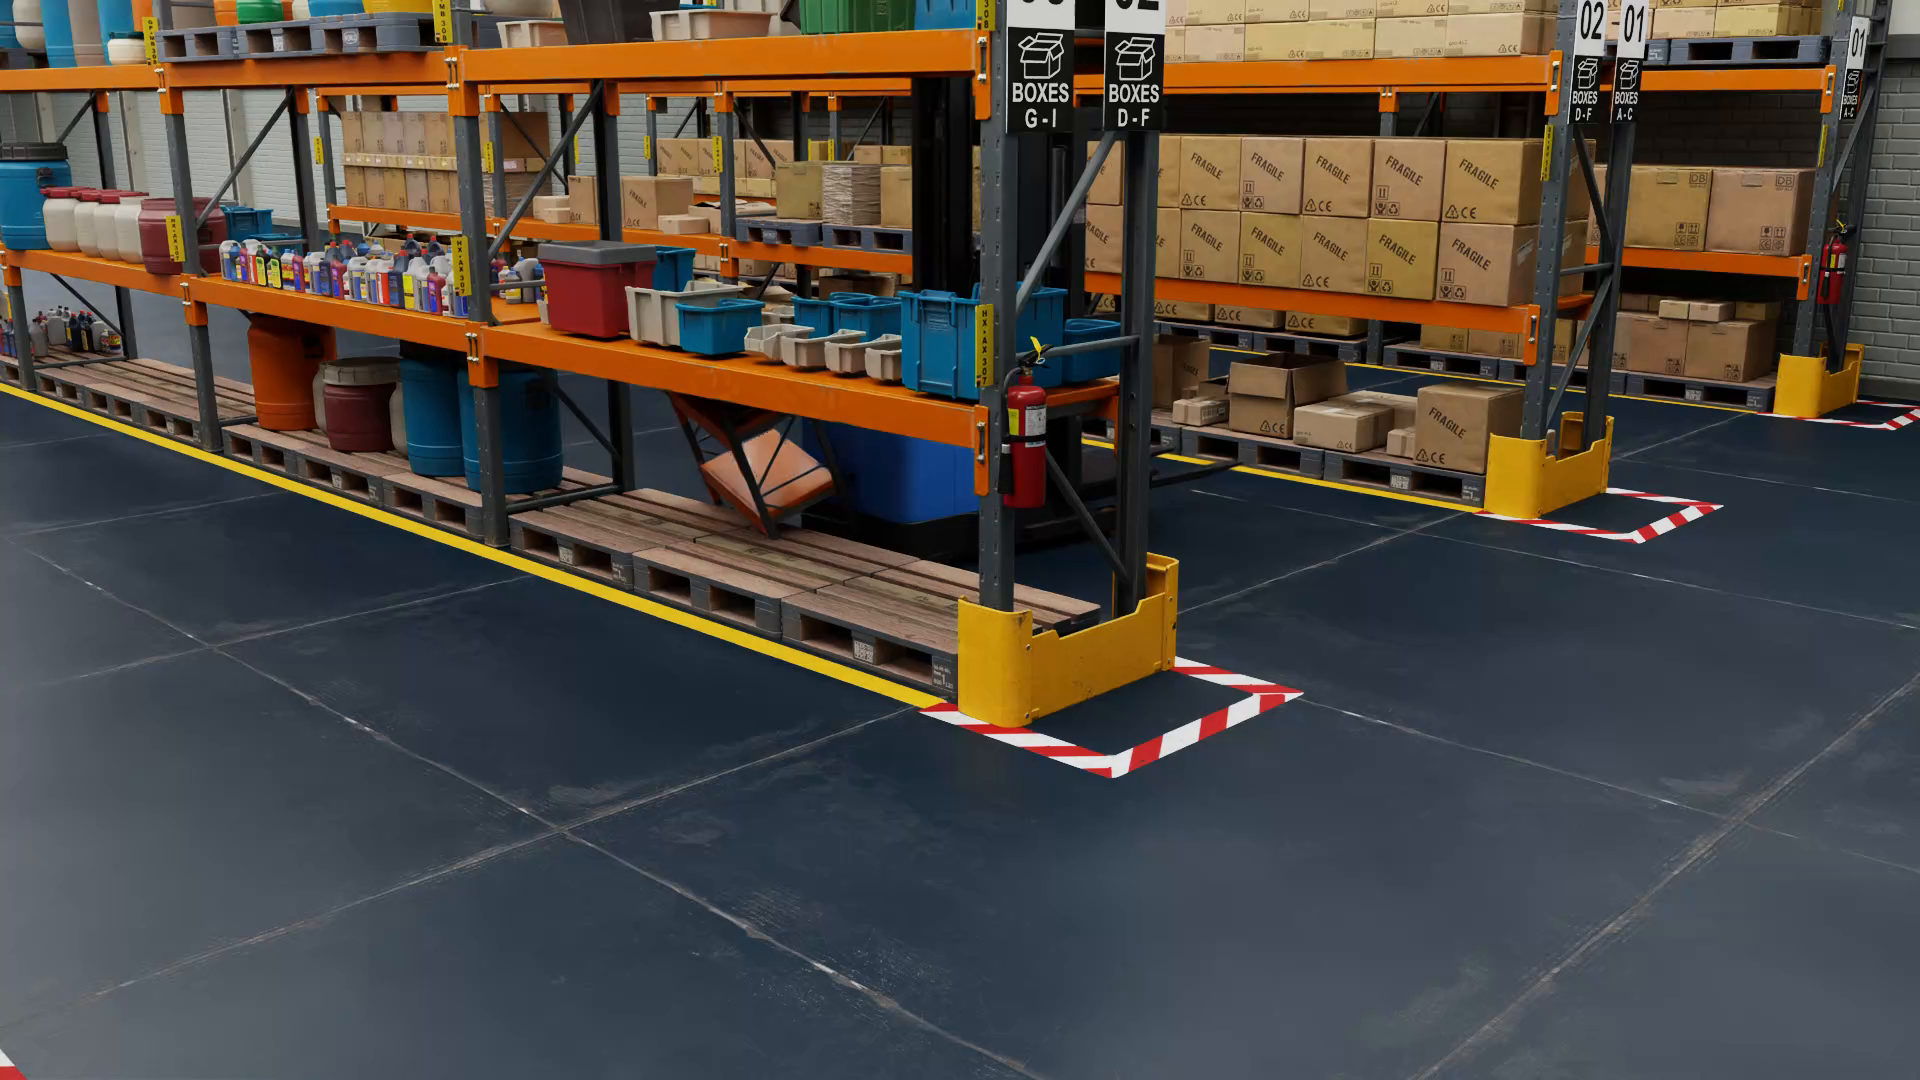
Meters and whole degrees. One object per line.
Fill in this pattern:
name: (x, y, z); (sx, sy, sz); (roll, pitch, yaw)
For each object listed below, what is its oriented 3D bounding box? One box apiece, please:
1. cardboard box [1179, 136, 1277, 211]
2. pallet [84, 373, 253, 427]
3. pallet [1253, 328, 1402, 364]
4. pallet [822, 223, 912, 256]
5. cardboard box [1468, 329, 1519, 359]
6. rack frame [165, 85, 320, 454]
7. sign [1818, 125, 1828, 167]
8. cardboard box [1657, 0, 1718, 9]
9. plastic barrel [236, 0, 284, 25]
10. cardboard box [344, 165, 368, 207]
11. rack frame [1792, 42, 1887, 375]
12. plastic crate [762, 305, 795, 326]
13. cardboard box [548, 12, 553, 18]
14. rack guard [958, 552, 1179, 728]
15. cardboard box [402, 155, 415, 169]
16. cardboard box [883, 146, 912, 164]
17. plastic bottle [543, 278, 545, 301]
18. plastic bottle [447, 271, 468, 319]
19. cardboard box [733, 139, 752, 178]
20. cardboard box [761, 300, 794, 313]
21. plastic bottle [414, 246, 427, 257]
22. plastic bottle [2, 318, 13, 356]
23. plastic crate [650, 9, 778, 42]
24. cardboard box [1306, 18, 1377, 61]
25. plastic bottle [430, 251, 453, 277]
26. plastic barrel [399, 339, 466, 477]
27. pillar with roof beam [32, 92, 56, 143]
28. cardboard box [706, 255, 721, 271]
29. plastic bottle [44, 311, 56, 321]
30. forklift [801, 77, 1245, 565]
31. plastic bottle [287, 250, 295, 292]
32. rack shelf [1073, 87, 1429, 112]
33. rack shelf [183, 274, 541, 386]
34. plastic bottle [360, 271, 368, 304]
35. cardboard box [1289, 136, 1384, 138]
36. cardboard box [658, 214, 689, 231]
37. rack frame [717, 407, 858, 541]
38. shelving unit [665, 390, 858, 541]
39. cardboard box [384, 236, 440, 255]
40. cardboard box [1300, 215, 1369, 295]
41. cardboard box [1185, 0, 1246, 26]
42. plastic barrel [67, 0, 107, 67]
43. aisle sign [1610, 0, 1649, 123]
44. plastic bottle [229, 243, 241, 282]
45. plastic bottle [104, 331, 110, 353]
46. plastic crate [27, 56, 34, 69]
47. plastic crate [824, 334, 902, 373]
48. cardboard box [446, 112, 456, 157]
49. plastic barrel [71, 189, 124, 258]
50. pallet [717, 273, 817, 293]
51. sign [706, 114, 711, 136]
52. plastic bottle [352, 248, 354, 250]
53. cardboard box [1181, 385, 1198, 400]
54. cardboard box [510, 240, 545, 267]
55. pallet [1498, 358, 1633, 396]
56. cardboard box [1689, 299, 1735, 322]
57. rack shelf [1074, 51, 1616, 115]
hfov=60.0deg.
cardboard box: (1.915, -2.615, 11.839); (0.500, 0.500, 0.500); (13, 19, 41)
pallet: (-6.696, -1.205, 14.138); (1.213, 0.211, 1.003); (14, 20, 42)
pallet: (3.857, -2.069, 17.452); (1.213, 0.211, 1.003); (14, 20, 42)
pallet: (-0.447, -2.664, 14.589); (1.213, 0.211, 1.003); (14, 20, 42)
cardboard box: (5.292, -2.052, 15.984); (0.500, 0.500, 0.700); (13, 20, 42)
rack frame: (-5.291, -2.198, 12.420); (0.127, 3.000, 1.000); (14, 20, 42)
sign: (6.958, -3.175, 13.404); (0.005, 0.325, 0.100); (14, 20, 42)
cardboard box: (6.276, -4.758, 14.074); (0.500, 0.500, 0.500); (-14, 20, -43)
plastic barrel: (-4.688, -3.551, 11.137); (0.294, 0.245, 0.294); (0, 15, 0)
cardboard box: (-7.282, -4.461, 20.907); (0.500, 0.500, 0.700); (14, 20, 42)
rack frame: (7.345, -2.597, 13.948); (0.127, 3.000, 1.000); (14, 20, 42)
plastic crate: (-0.949, -1.150, 8.799); (0.466, 0.136, 0.293); (14, 20, 42)
cardboard box: (-4.313, -5.627, 17.606); (0.500, 0.500, 0.500); (14, 20, 43)
rack guard: (0.494, 0.413, 7.355); (0.348, 0.500, 1.175); (14, 20, 42)
cardboard box: (-6.370, -4.482, 19.701); (0.250, 0.149, 0.380); (14, 20, 43)
cardboard box: (-0.554, -4.764, 21.194); (0.700, 0.500, 0.500); (-12, 19, -39)
plastic bottle: (-2.571, -1.584, 10.456); (0.097, 0.201, 0.097); (0, 15, 0)
plastic bottle: (-2.920, -1.449, 9.789); (0.135, 0.276, 0.152); (14, 20, 42)
cardboard box: (-2.942, -5.291, 23.058); (0.500, 0.500, 0.500); (-14, 20, -42)
cardboard box: (-1.721, -1.969, 15.623); (0.500, 0.500, 0.500); (-13, 20, -42)
plastic bottle: (-3.694, -1.882, 11.437); (0.133, 0.283, 0.061); (14, 20, 42)
plastic bottle: (-8.972, -1.923, 15.746); (0.185, 0.351, 0.144); (12, 19, 39)
plastic crate: (-1.192, -2.439, 7.917); (0.530, 0.136, 0.437); (14, 20, 42)
cardboard box: (2.635, -3.292, 10.967); (0.500, 0.250, 0.500); (14, 20, 42)
plastic bottle: (-3.200, -1.602, 10.230); (0.185, 0.351, 0.144); (14, 20, 42)
plastic barrel: (-3.301, -0.908, 10.798); (0.708, 0.901, 0.600); (14, 20, 42)
pillar with roof beam: (-27.654, -12.803, 41.222); (0.400, 9.000, 9.100); (14, 20, 42)
cardboard box: (-3.328, -4.071, 24.068); (0.500, 0.311, 0.500); (-12, 19, -40)
plastic bottle: (-9.261, -2.202, 16.965); (0.135, 0.276, 0.152); (14, 20, 43)
forklift: (0.518, -1.540, 10.029); (3.031, 2.935, 1.130); (-12, 19, -39)
plastic bottle: (-4.474, -1.815, 11.203); (0.097, 0.271, 0.097); (0, 15, 0)
rack shelf: (3.025, -4.750, 17.691); (4.000, 0.370, 1.077); (14, 20, 42)
rack shelf: (-3.851, -1.500, 11.168); (4.000, 0.370, 1.077); (14, 20, 42)
plastic bottle: (-3.745, -1.604, 10.531); (0.097, 0.201, 0.097); (0, 15, 0)
cardboard box: (2.668, -2.622, 11.864); (0.500, 0.500, 0.500); (13, 20, 42)
cardboard box: (-2.807, -3.188, 16.717); (0.380, 0.149, 0.250); (-13, 19, -40)
rack frame: (-0.900, -0.329, 9.050); (0.500, 1.125, 0.032); (-29, 31, -17)
shelving unit: (-1.140, -0.499, 9.464); (0.538, 1.125, 1.048); (-29, 31, -17)
cardboard box: (-6.647, -3.426, 20.264); (0.500, 0.500, 0.500); (14, 20, 42)
cardboard box: (2.666, -1.953, 11.278); (0.500, 0.500, 0.500); (14, 20, 43)
cardboard box: (1.920, -3.711, 11.581); (0.500, 0.250, 0.500); (14, 20, 42)
plastic barrel: (-7.183, -4.428, 14.036); (0.600, 0.901, 0.600); (0, 15, 0)
aisle sign: (4.162, -2.996, 10.326); (0.004, 0.787, 0.394); (14, 20, 42)
plastic bottle: (-5.139, -1.976, 11.824); (0.097, 0.271, 0.097); (0, 15, 0)
plastic bottle: (-8.169, -1.910, 15.992); (0.097, 0.201, 0.097); (0, 15, 0)
plastic crate: (-9.117, -4.573, 16.005); (0.450, 0.188, 0.336); (14, 20, 42)
plastic crate: (-0.443, -0.863, 7.699); (0.243, 0.136, 0.396); (14, 20, 42)
cardboard box: (-5.418, -4.638, 19.011); (0.500, 0.500, 0.700); (14, 20, 42)
plastic barrel: (-7.106, -2.629, 13.802); (0.433, 0.535, 0.433); (0, 15, 0)
pallet: (-2.684, -3.672, 23.606); (1.213, 0.211, 1.003); (14, 20, 42)
sign: (-3.774, -6.207, 24.882); (0.005, 0.325, 0.100); (14, 20, 42)
plastic bottle: (-4.467, -2.045, 12.225); (0.097, 0.201, 0.097); (0, 15, 0)
cardboard box: (1.948, -1.127, 13.090); (0.250, 0.149, 0.380); (14, 20, 42)
cardboard box: (-5.212, -3.256, 19.614); (0.500, 0.500, 0.500); (14, 20, 42)
pallet: (5.841, -1.586, 15.602); (1.213, 0.211, 1.003); (14, 20, 42)
cardboard box: (6.552, -1.998, 14.488); (0.250, 0.149, 0.380); (13, 20, 42)
rack shelf: (2.469, -3.150, 11.551); (4.000, 0.370, 1.077); (14, 20, 42)
